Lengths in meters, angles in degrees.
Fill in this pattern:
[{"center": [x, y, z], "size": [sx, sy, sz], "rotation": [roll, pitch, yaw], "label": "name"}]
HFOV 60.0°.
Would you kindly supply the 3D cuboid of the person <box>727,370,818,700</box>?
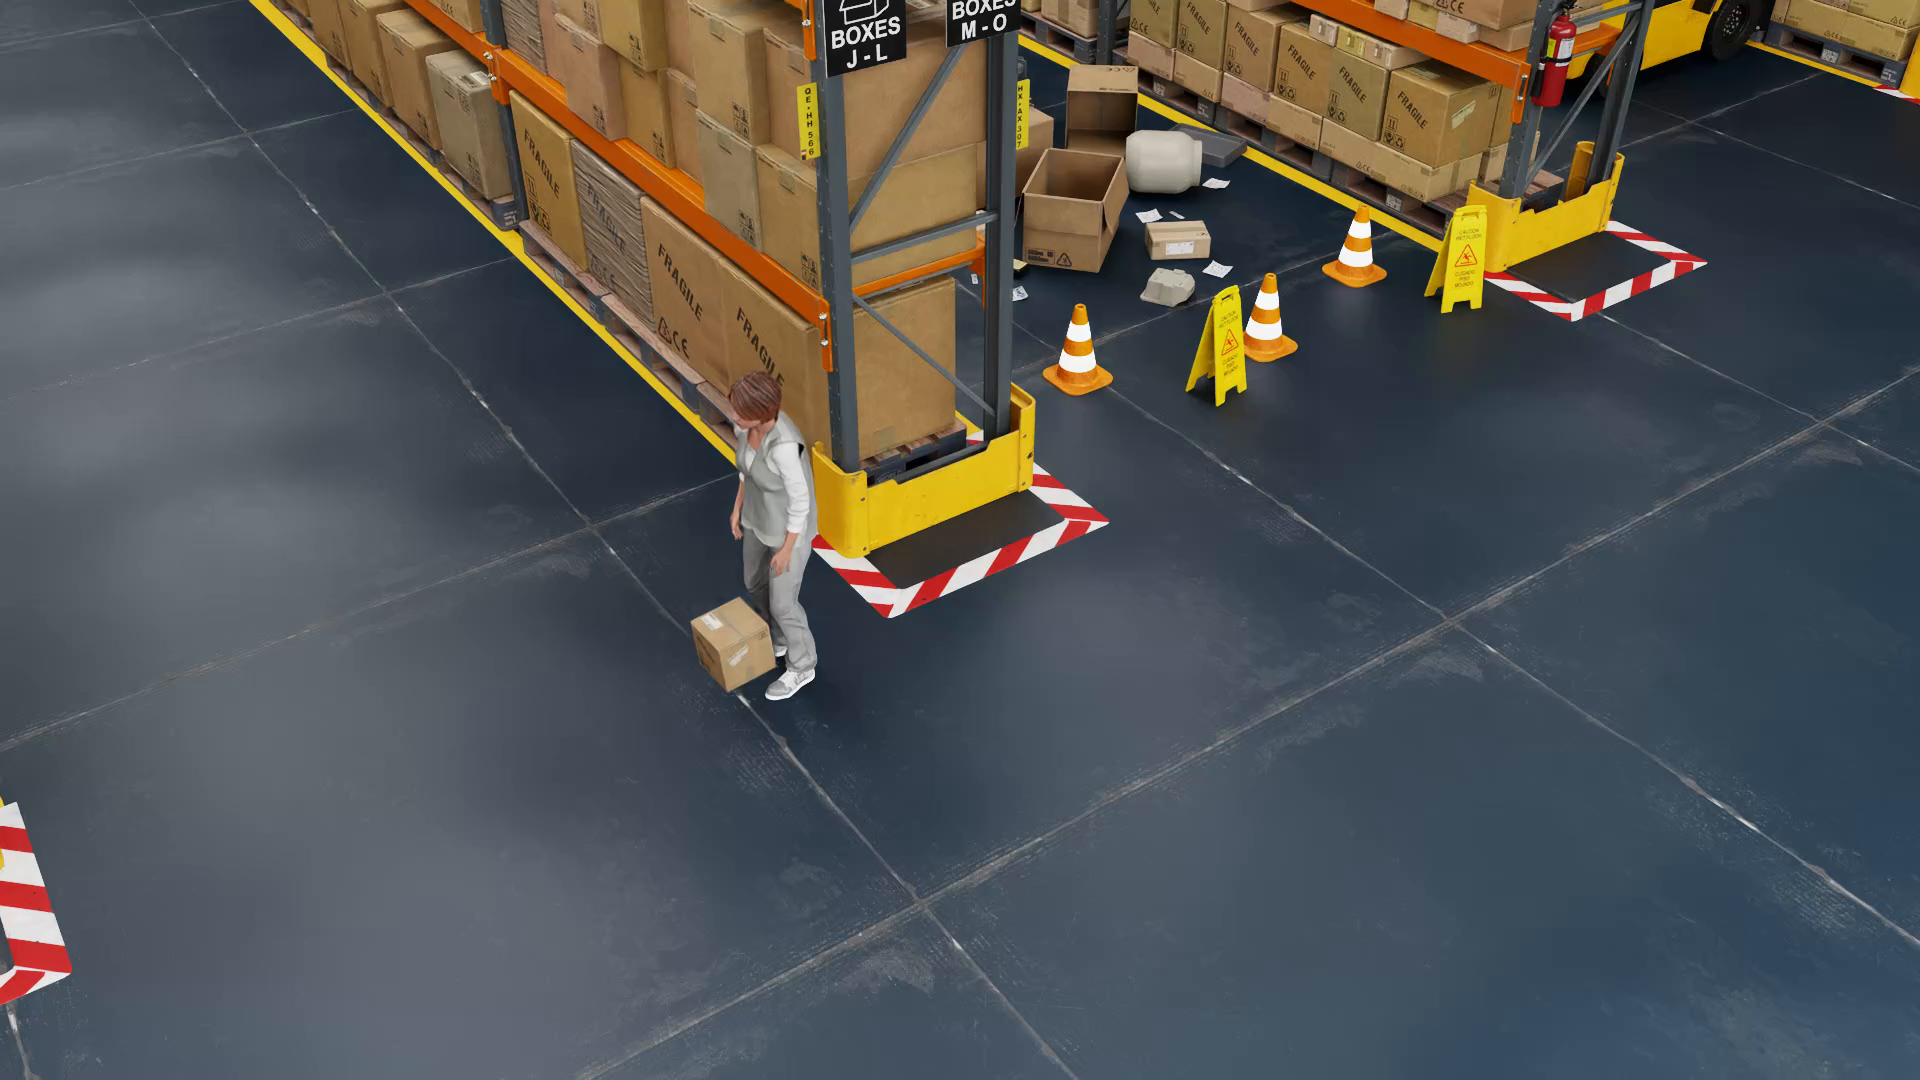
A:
[{"center": [-0.790, -0.037, 7.055], "size": [0.342, 1.596, 0.456], "rotation": [-24, 43, -29], "label": "person"}]
